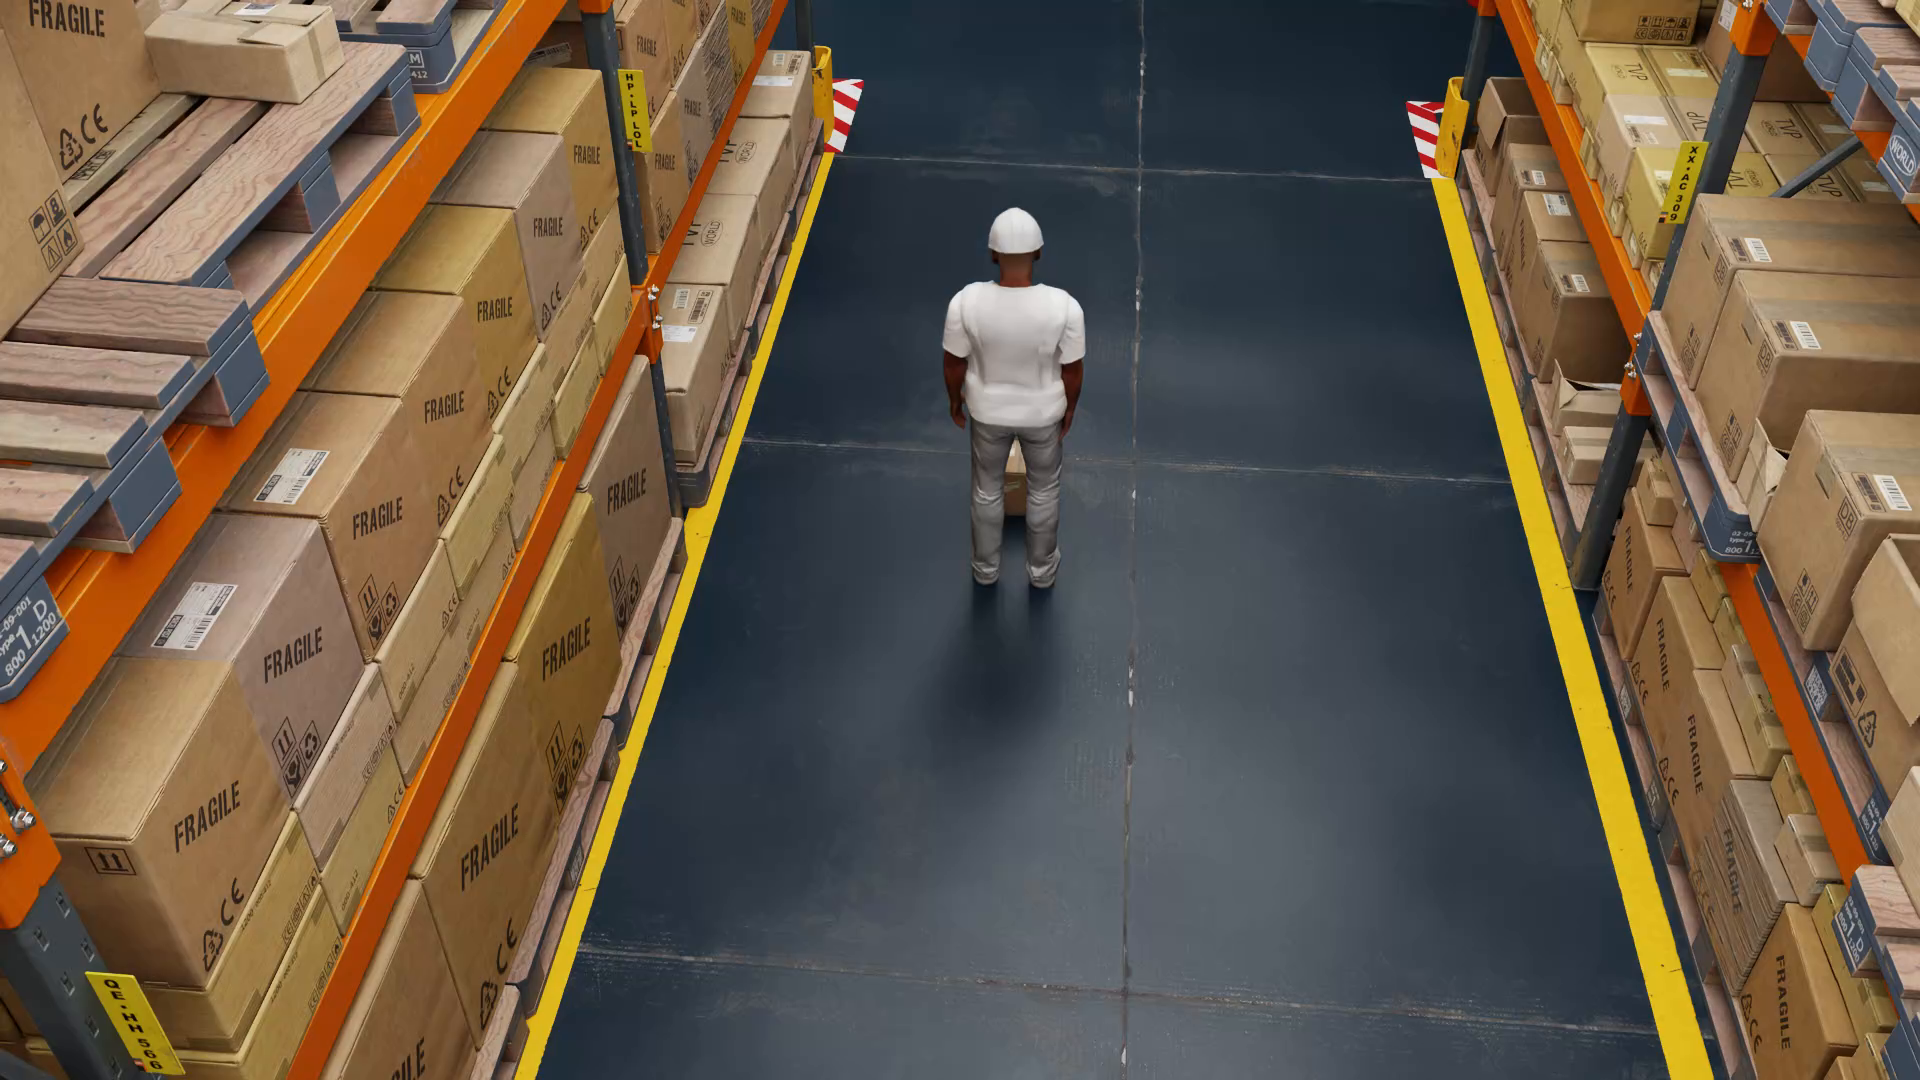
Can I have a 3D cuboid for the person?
[{"bbox_3d":[0.216,-0.549,6.797,0.566,1.762,0.363,4,40,5],"label":"person"}]
